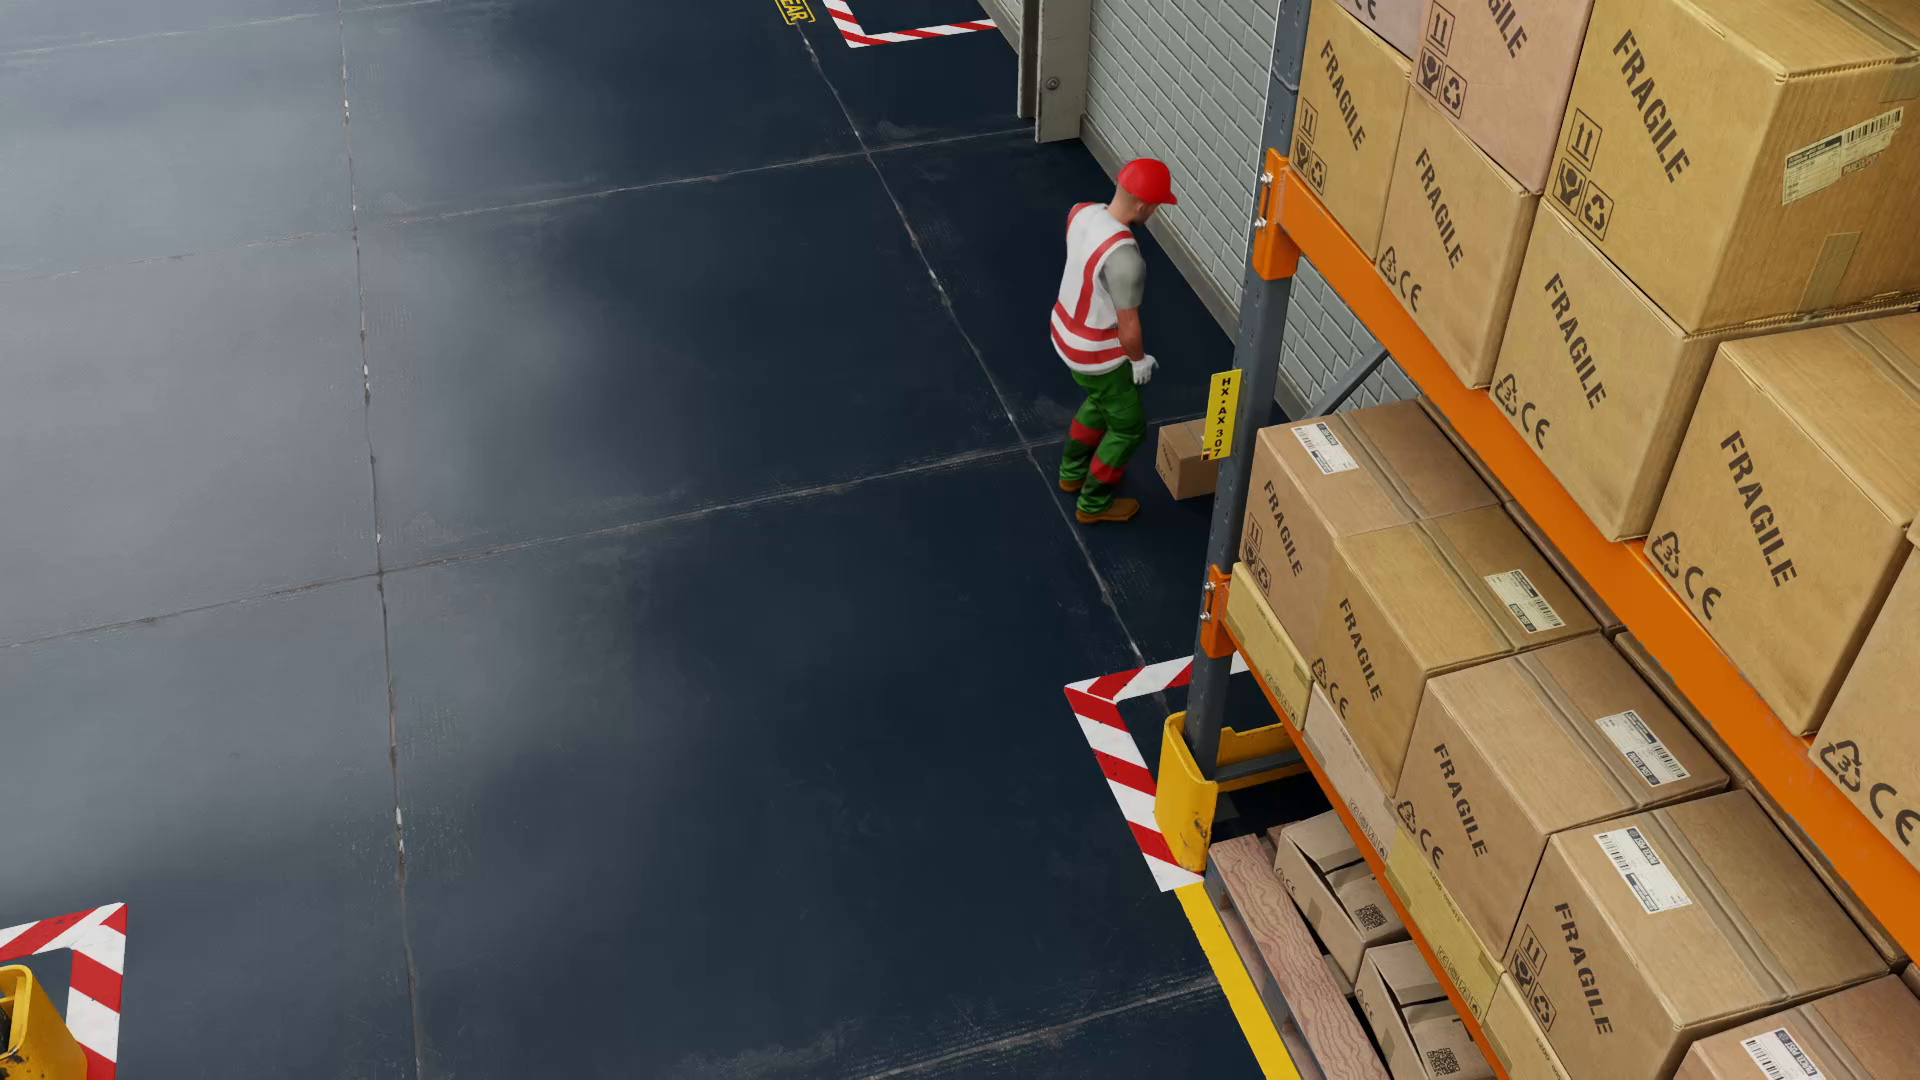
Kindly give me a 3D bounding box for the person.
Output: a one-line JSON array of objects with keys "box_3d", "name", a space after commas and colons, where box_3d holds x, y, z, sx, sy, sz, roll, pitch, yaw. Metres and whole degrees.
[{"box_3d": [0.640, -0.853, 7.154, 0.496, 1.712, 0.551, -11, 43, -12], "name": "person"}]
